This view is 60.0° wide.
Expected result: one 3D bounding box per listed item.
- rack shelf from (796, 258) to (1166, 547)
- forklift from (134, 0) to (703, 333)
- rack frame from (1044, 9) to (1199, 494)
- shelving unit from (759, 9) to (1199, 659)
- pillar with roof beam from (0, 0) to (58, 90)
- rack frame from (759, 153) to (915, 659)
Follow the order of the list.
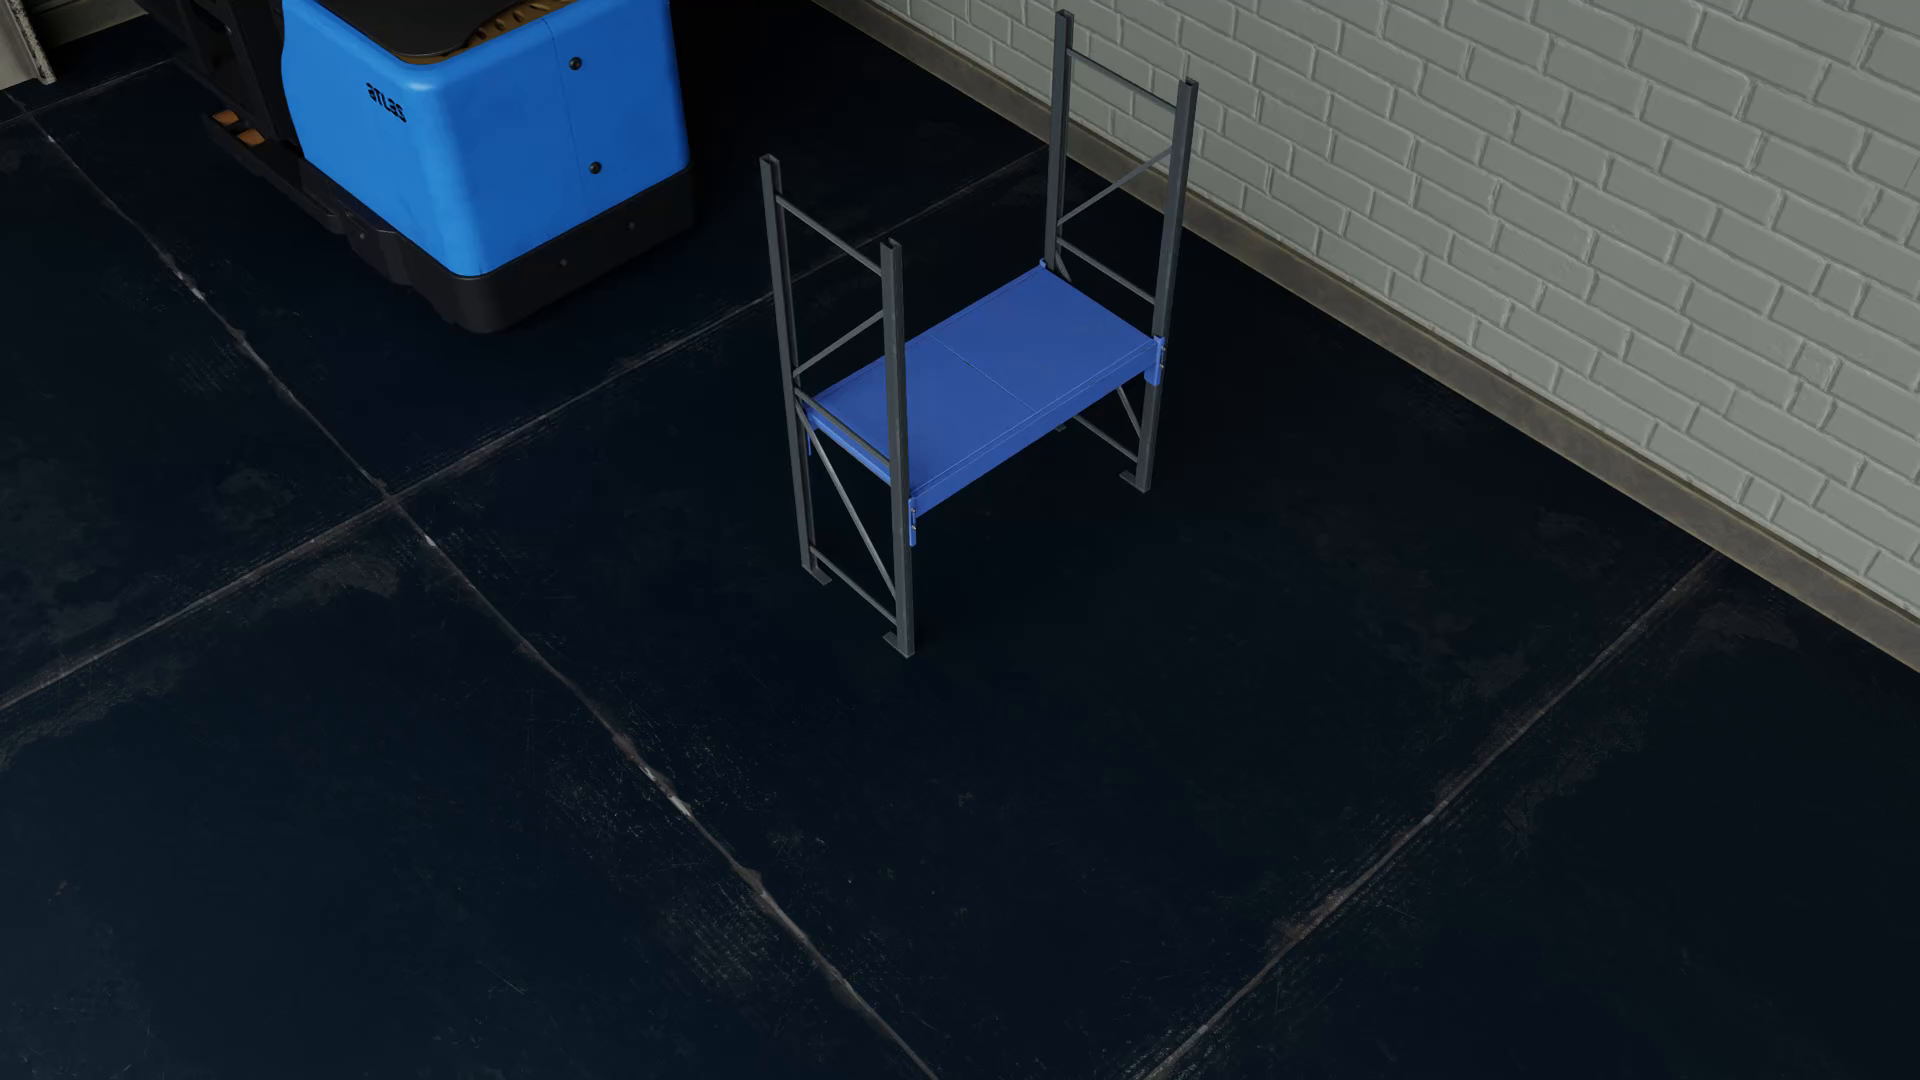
[{"bbox_3d":[0.063,-0.429,4.870,1.000,0.185,0.538,-34,56,-27],"label":"rack shelf"},{"bbox_3d":[-2.375,-2.691,5.739,3.031,2.935,1.130,36,57,28],"label":"forklift"},{"bbox_3d":[0.439,-0.802,4.970,0.032,1.500,0.500,-34,56,-27],"label":"rack frame"},{"bbox_3d":[0.063,-0.551,4.738,1.048,1.500,0.538,-34,56,-27],"label":"shelving unit"},{"bbox_3d":[-1.176,-2.645,1.567,0.400,9.000,9.100,-34,56,-27],"label":"pillar with roof beam"},{"bbox_3d":[-0.313,-0.299,4.506,0.032,1.500,0.500,-34,56,-27],"label":"rack frame"}]
